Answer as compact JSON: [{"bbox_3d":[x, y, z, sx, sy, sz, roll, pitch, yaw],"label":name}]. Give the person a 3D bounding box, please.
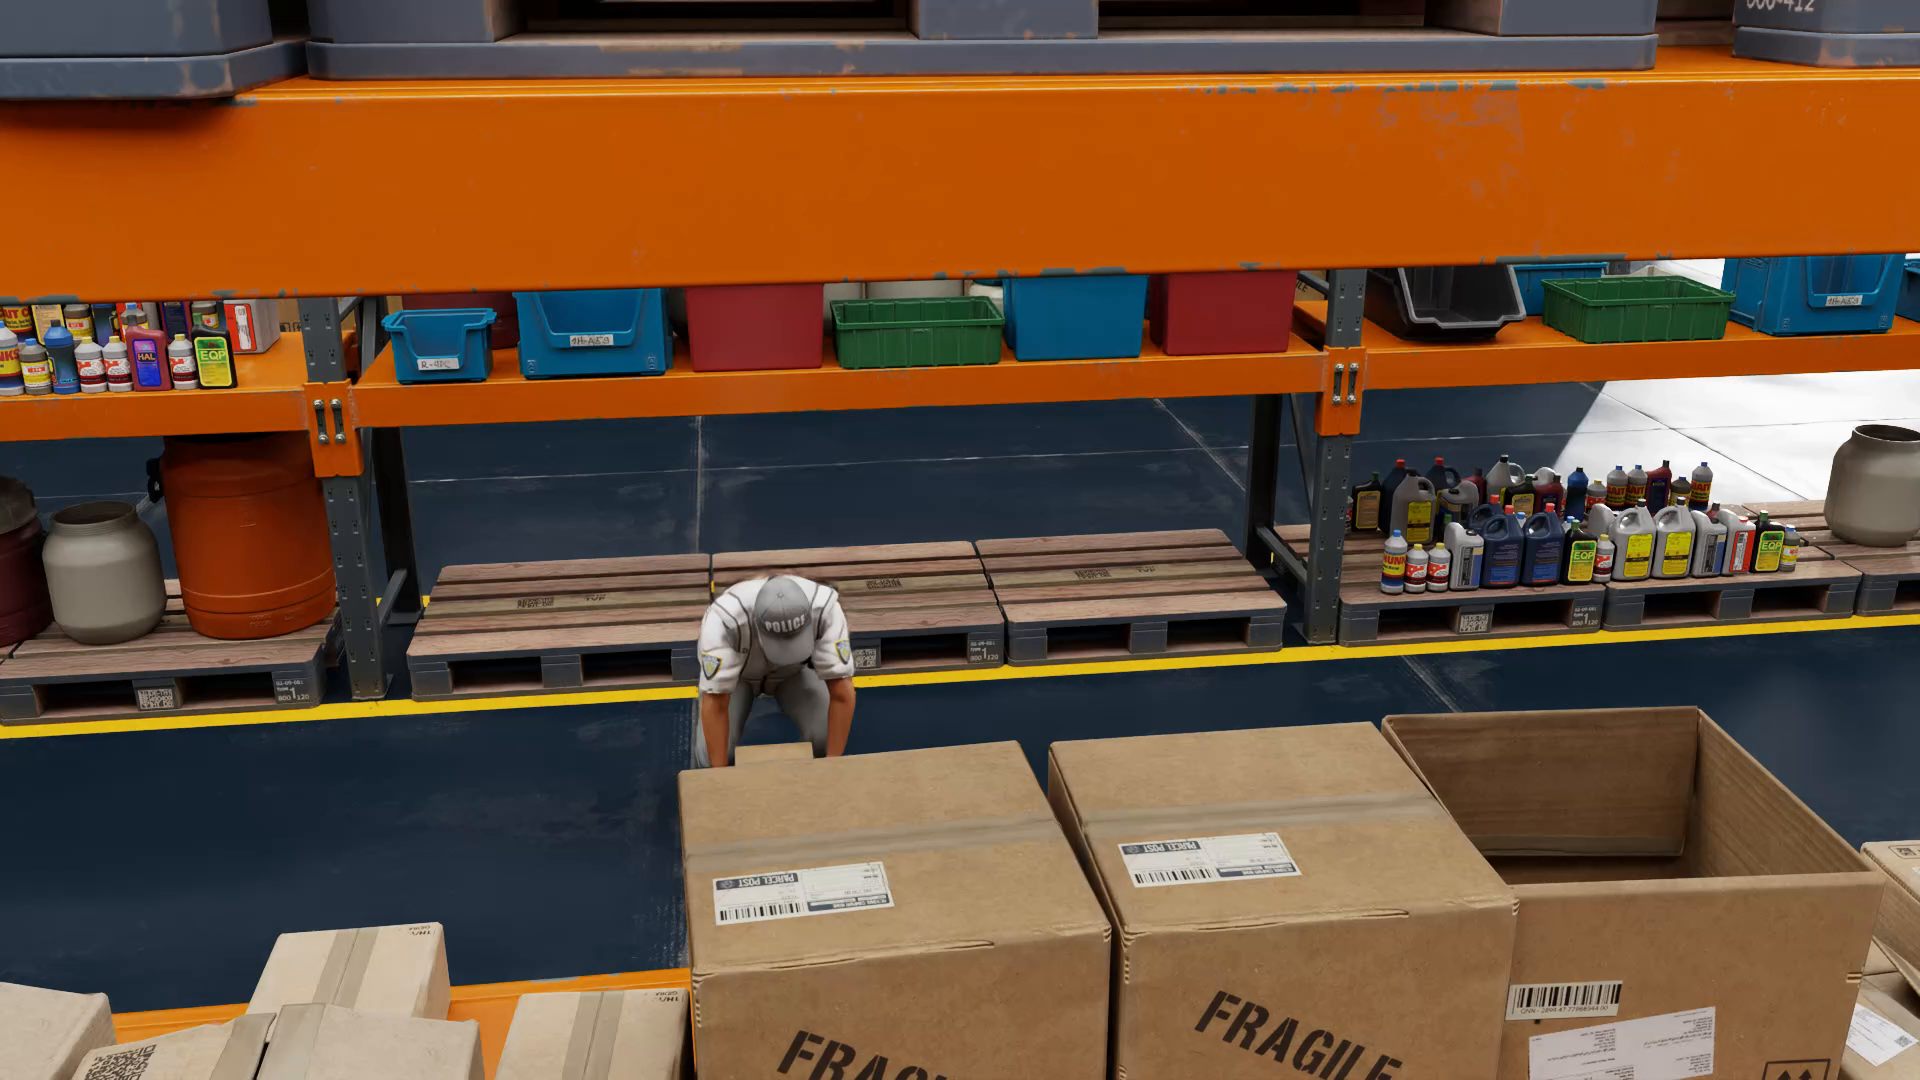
[{"bbox_3d":[-0.631,0.511,5.594,0.532,1.041,0.834,-3,20,-8],"label":"person"}]
